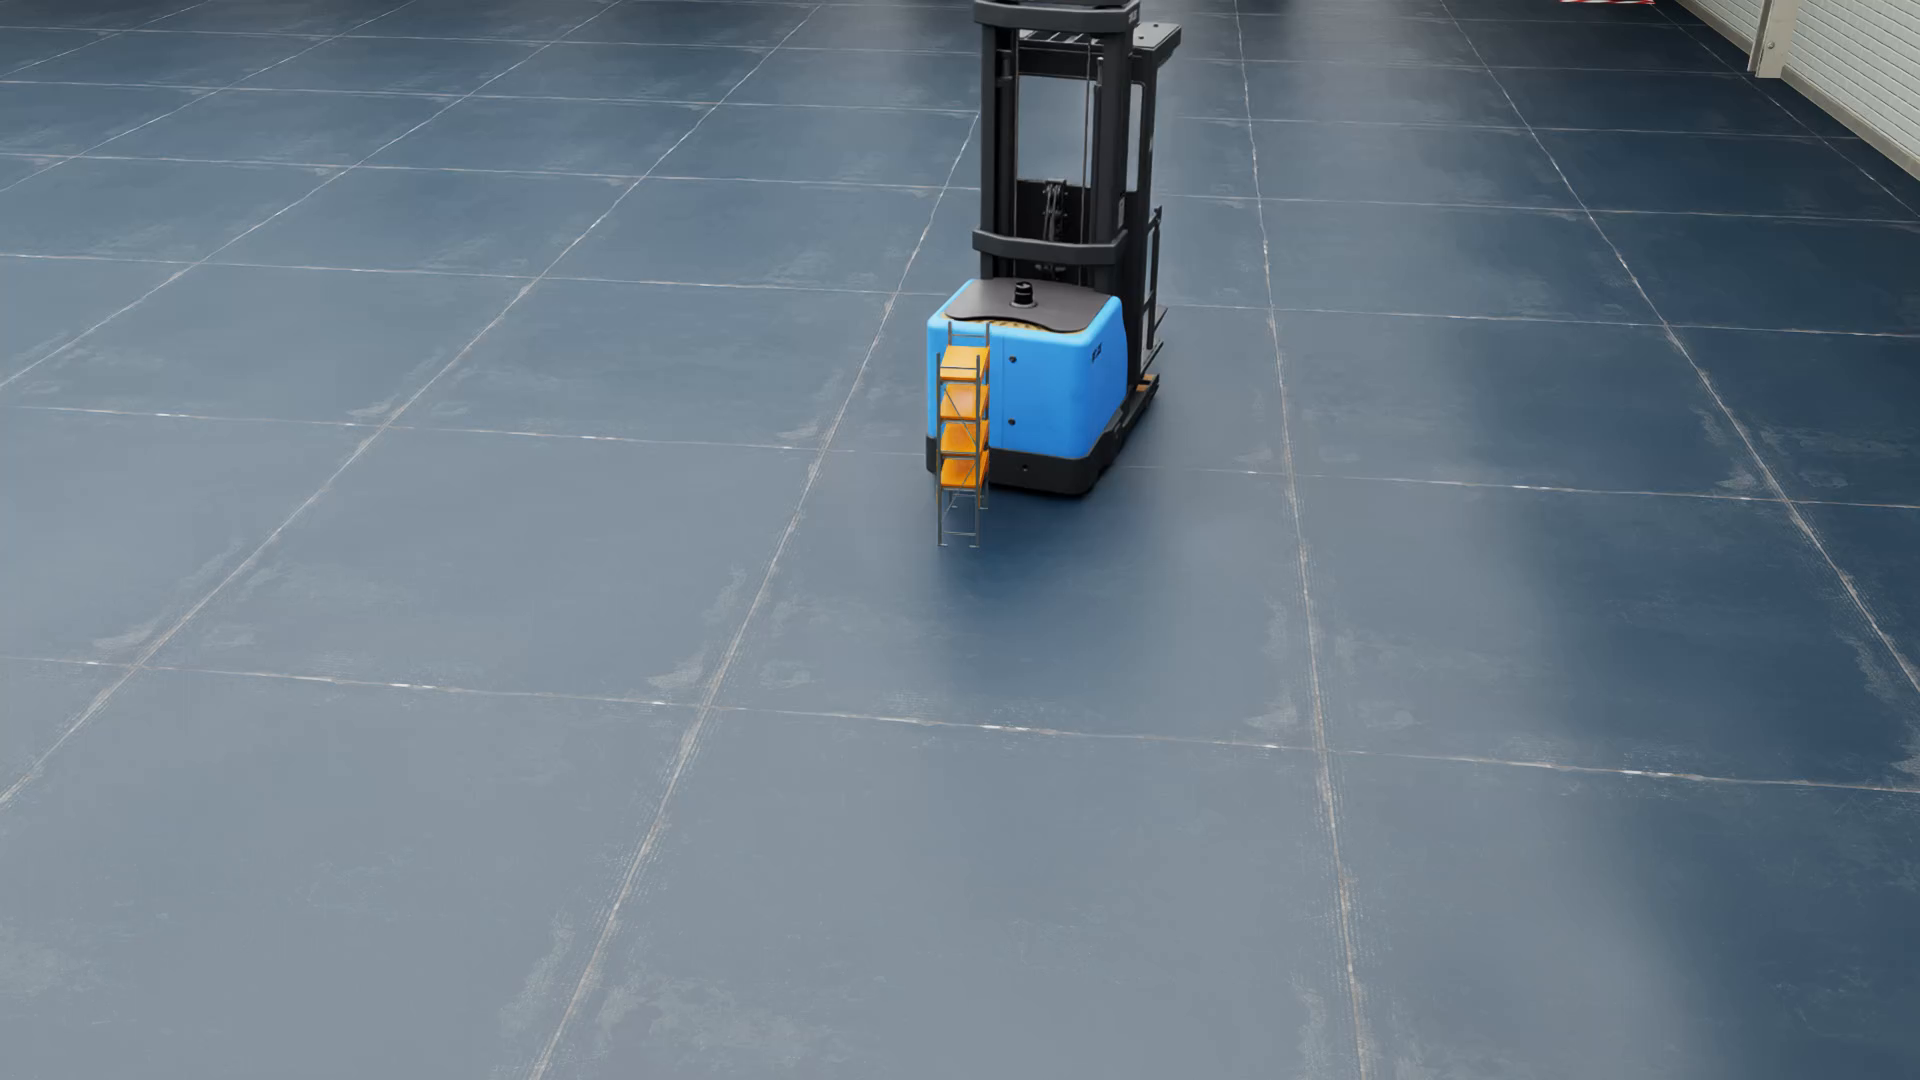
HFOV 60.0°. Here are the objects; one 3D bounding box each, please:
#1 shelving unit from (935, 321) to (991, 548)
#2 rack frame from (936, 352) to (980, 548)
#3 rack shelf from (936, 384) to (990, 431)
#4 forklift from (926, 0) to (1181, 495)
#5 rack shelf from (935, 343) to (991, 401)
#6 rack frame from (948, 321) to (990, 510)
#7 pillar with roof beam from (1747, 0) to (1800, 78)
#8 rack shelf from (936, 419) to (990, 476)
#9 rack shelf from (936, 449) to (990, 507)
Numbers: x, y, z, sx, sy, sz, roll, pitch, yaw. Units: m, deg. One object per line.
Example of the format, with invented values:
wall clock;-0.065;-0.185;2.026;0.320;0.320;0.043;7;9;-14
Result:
shelving unit;0.020;-0.606;9.610;0.258;1.200;0.503;3;28;6
rack frame;-0.010;-0.491;9.397;0.240;1.200;0.015;3;28;6
rack shelf;0.020;-0.744;9.536;0.258;0.148;0.480;3;28;6
forklift;0.752;-2.249;10.833;1.130;2.935;3.031;9;30;17
rack shelf;0.020;-0.952;9.424;0.258;0.148;0.480;3;28;6
rack frame;0.050;-0.721;9.823;0.240;1.200;0.015;3;28;6
pillar with roof beam;5.564;-9.908;18.653;9.100;9.000;0.400;3;28;6
rack shelf;0.020;-0.547;9.642;0.258;0.148;0.480;3;28;6
rack shelf;0.020;-0.372;9.736;0.258;0.148;0.480;3;28;6
